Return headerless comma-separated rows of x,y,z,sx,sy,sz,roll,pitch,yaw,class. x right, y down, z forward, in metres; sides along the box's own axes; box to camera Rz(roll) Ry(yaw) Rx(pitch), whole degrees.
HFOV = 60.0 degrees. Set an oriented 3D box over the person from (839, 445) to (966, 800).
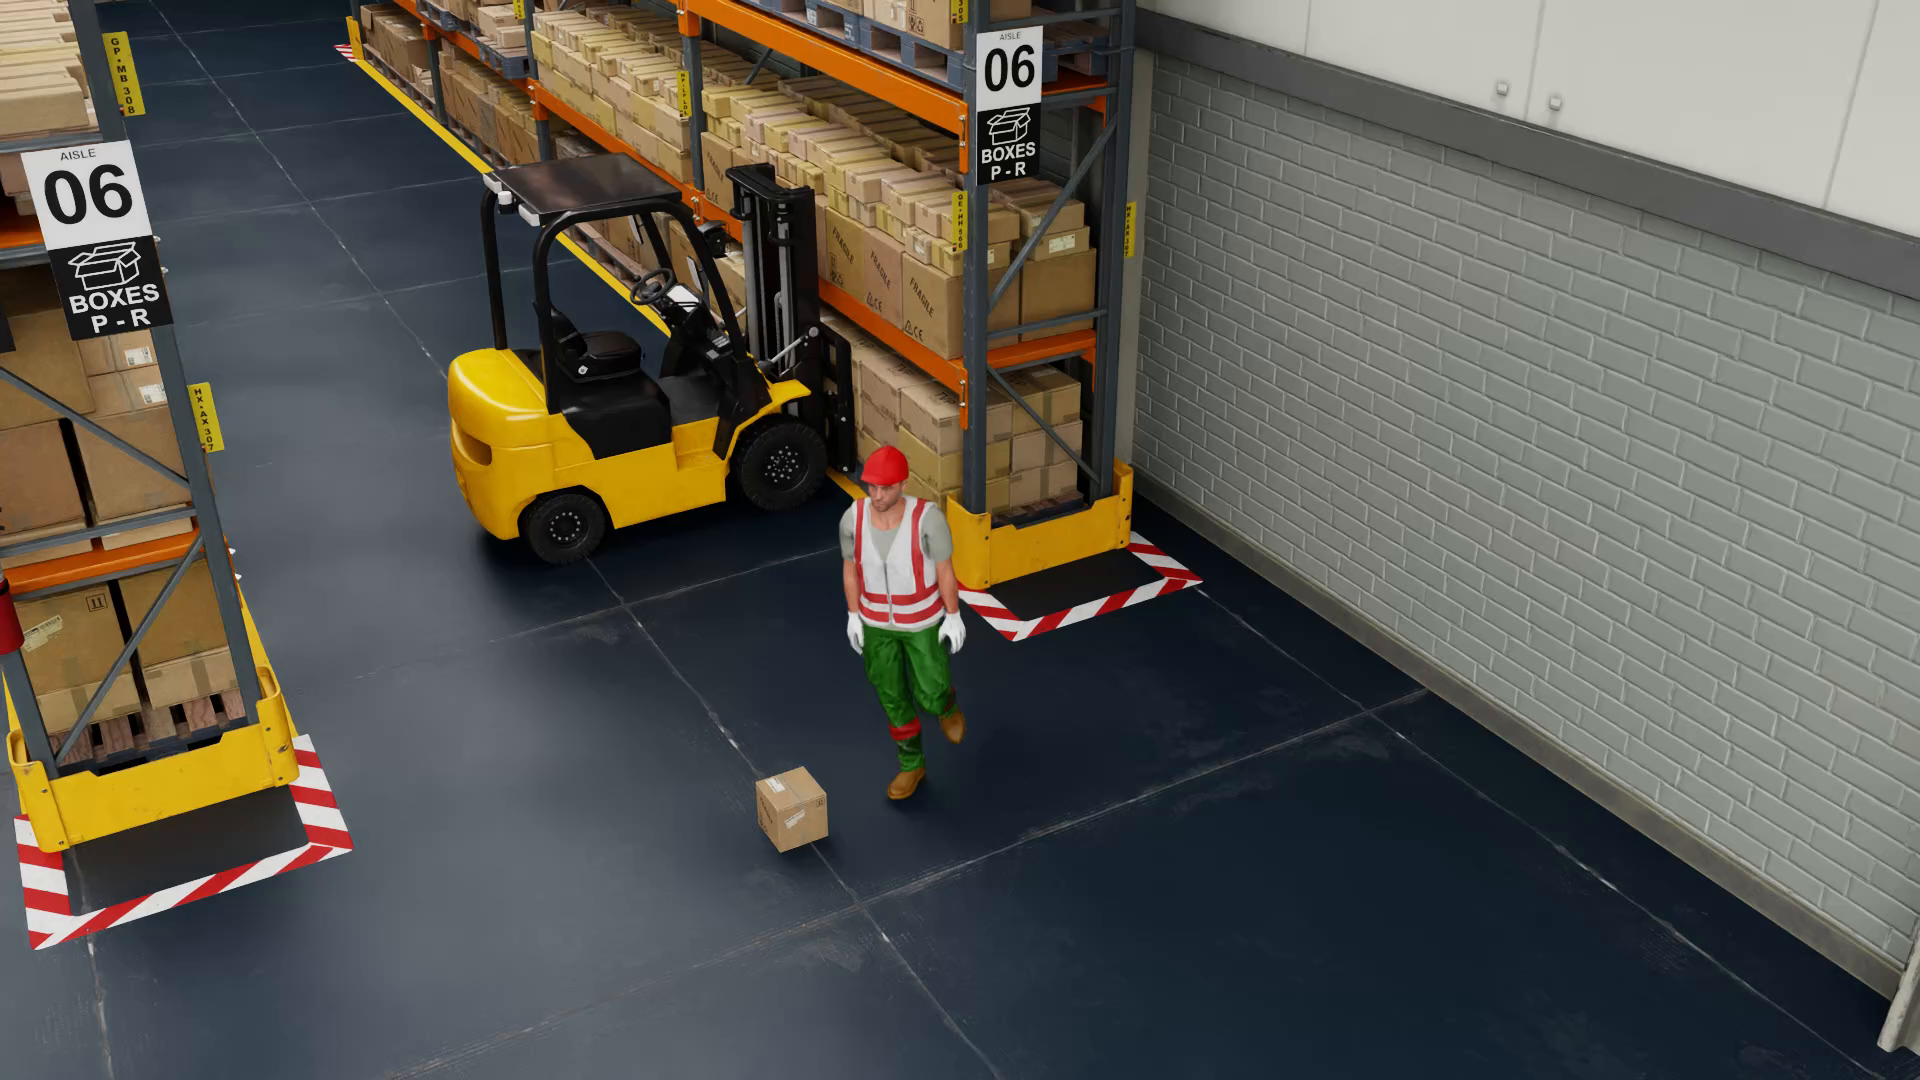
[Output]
-0.260,0.350,7.859,0.607,1.780,0.597,7,30,13,person
